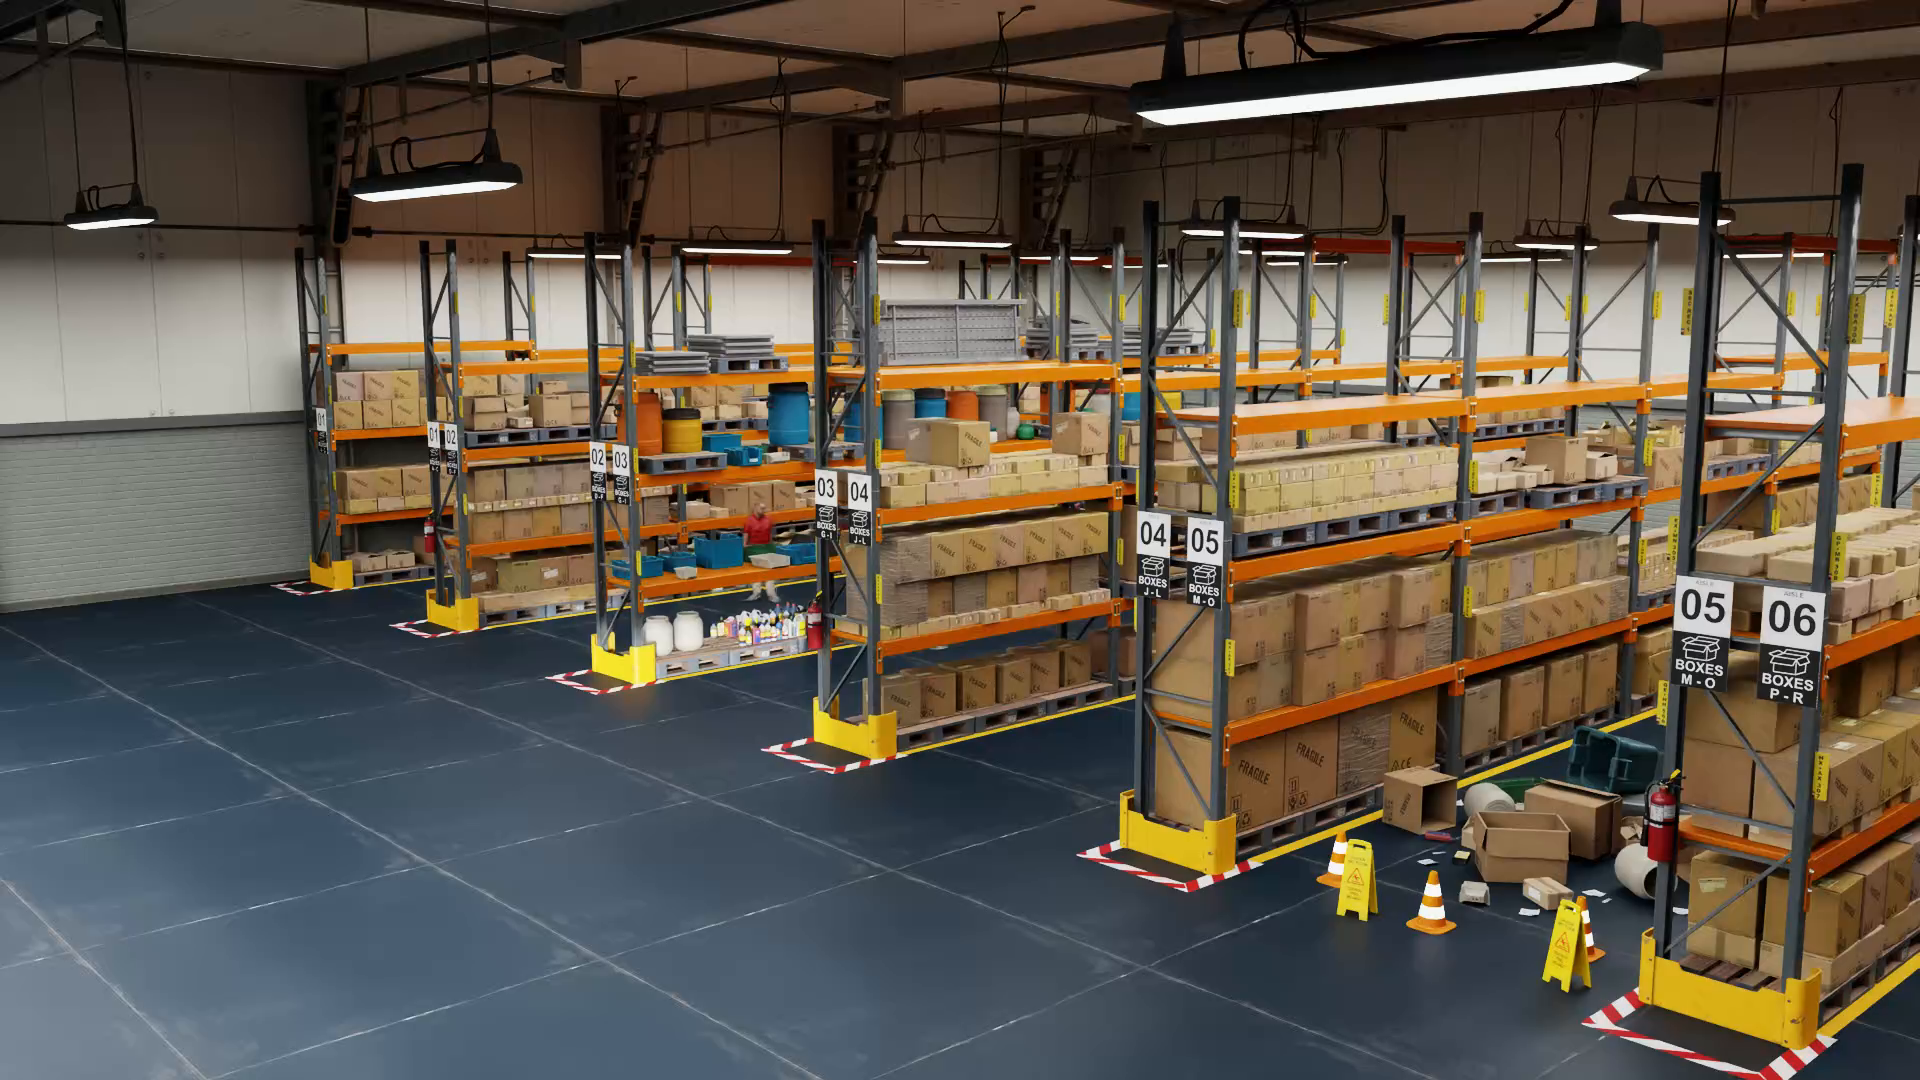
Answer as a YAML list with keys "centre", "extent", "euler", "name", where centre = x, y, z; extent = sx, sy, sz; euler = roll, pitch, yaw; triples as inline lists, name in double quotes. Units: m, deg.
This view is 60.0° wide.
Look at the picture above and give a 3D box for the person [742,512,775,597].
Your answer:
- centre: [-3.443, 0.240, 28.281]
  extent: [0.538, 1.458, 0.469]
  euler: [-3, 9, -18]
  name: "person"
